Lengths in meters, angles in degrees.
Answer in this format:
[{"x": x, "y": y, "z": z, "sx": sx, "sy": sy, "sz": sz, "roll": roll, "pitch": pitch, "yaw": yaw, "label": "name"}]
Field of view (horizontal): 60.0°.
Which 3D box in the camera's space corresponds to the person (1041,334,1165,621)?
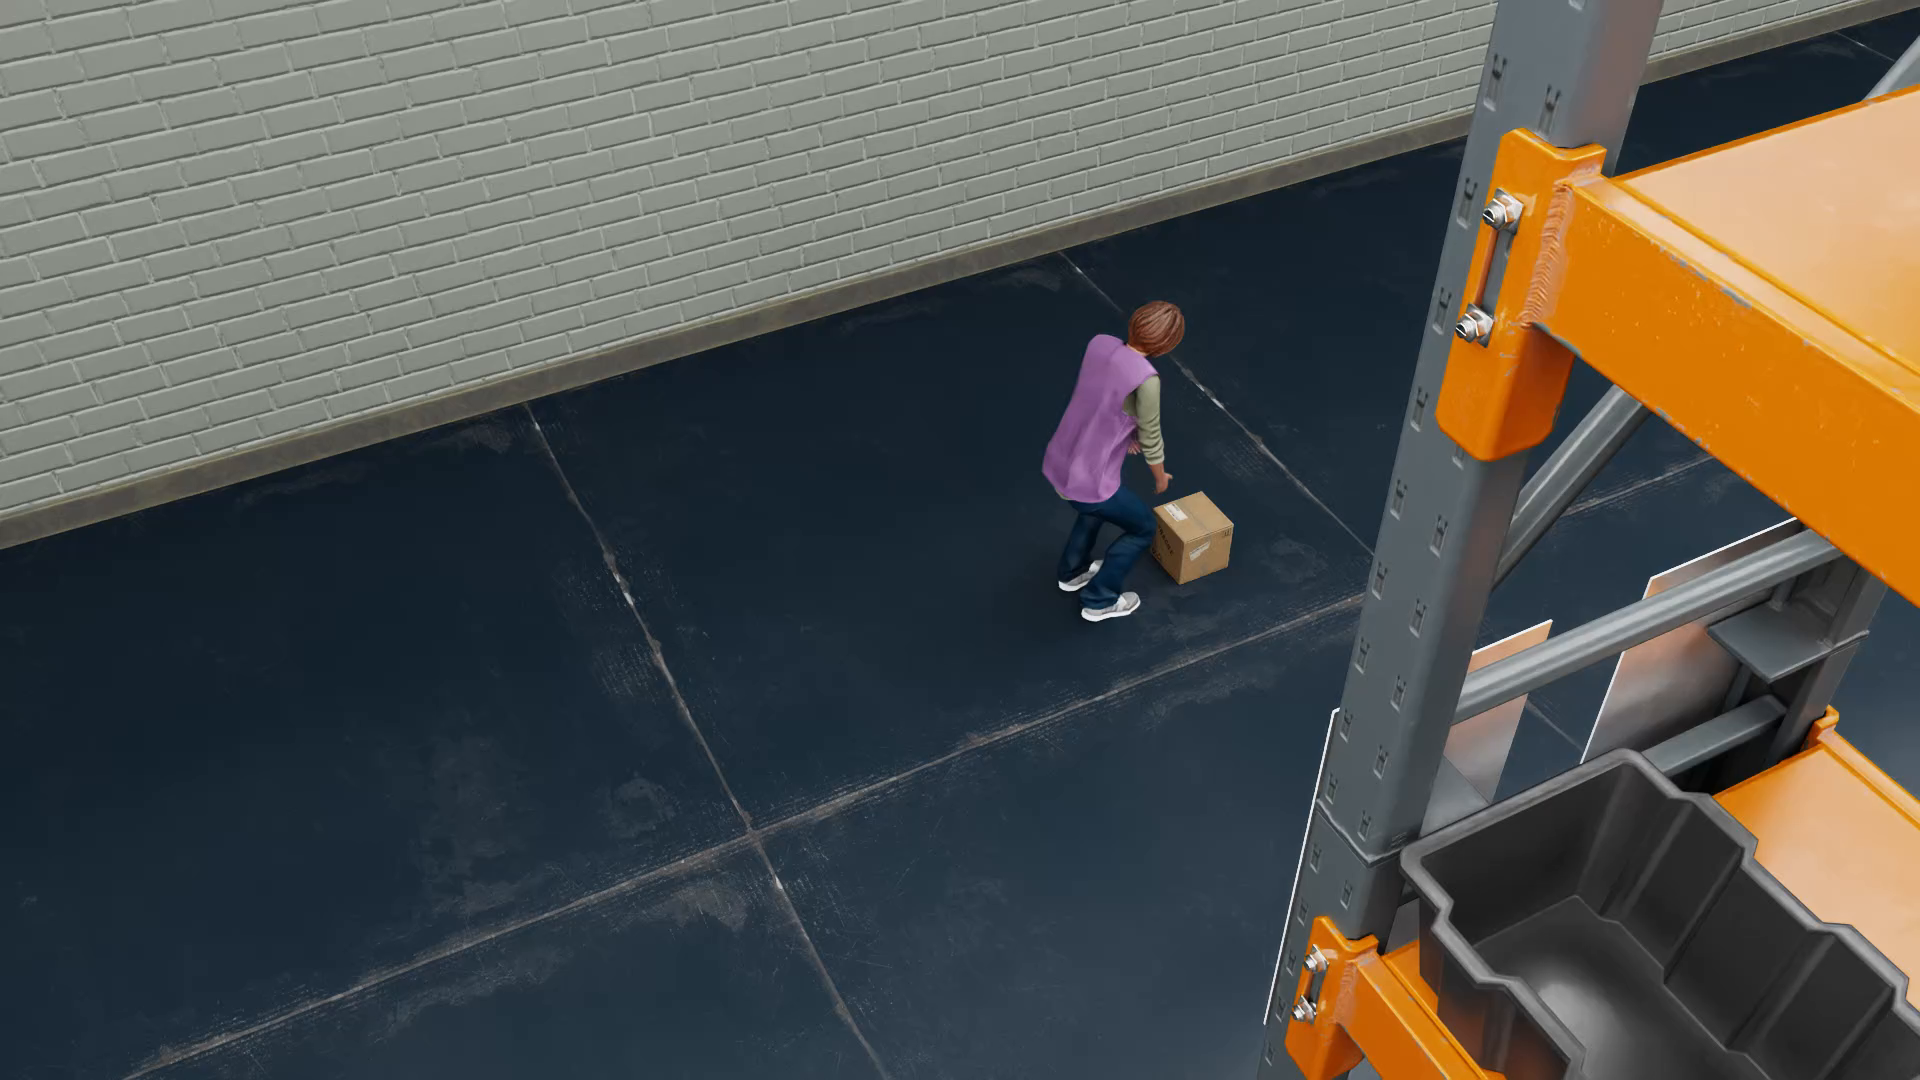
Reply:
[{"x": 0.535, "y": -0.235, "z": 6.695, "sx": 0.445, "sy": 1.252, "sz": 0.458, "roll": -19, "pitch": 45, "yaw": -20, "label": "person"}]
